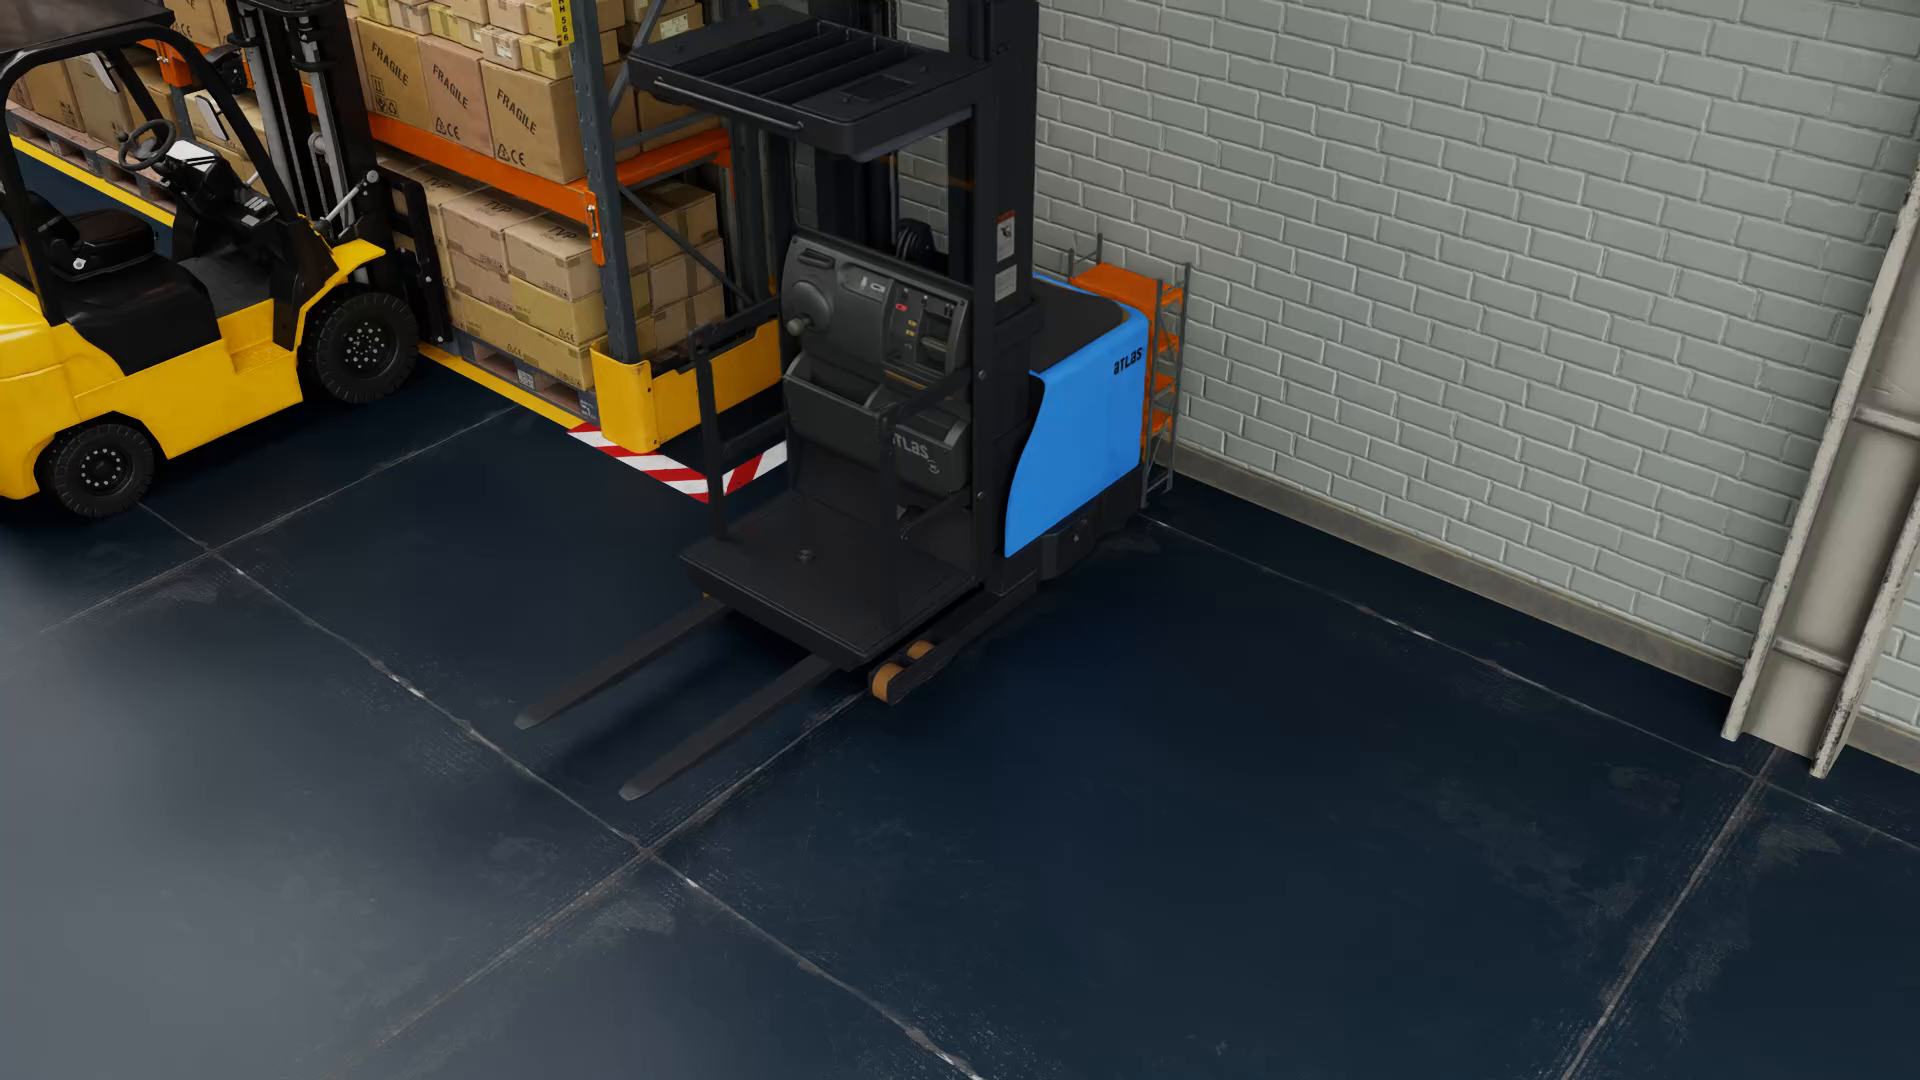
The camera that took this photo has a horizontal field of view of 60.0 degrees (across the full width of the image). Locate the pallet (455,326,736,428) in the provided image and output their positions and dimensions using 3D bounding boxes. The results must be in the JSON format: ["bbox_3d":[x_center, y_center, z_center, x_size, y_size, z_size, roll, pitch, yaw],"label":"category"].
[{"bbox_3d":[-1.994,-1.091,9.152,1.213,0.211,1.003,25,42,32],"label":"pallet"}]

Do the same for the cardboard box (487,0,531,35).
[{"bbox_3d":[-1.999,-2.527,7.855,0.250,0.149,0.380,25,42,32],"label":"cardboard box"}]

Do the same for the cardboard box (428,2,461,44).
[{"bbox_3d":[-2.384,-2.589,8.209,0.250,0.149,0.380,25,42,32],"label":"cardboard box"}]

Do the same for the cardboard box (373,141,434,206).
[{"bbox_3d":[-3.108,-2.012,9.205,0.500,0.250,0.500,24,41,31],"label":"cardboard box"}]

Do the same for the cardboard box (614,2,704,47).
[{"bbox_3d":[-1.474,-2.526,8.117,0.250,0.149,0.380,24,41,31],"label":"cardboard box"}]

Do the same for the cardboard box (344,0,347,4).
[{"bbox_3d":[-3.202,-2.940,8.720,0.250,0.149,0.380,24,41,31],"label":"cardboard box"}]

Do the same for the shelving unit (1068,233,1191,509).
[{"bbox_3d":[0.764,-0.787,7.836,0.503,1.200,0.258,26,42,32],"label":"shelving unit"}]

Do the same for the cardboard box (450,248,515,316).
[{"bbox_3d":[-2.332,-1.454,8.834,0.500,0.250,0.500,25,42,31],"label":"cardboard box"}]

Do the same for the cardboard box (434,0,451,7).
[{"bbox_3d":[-2.361,-2.732,8.155,0.250,0.149,0.380,26,42,32],"label":"cardboard box"}]

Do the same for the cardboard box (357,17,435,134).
[{"bbox_3d":[-2.713,-2.464,8.600,0.500,0.500,0.500,24,41,31],"label":"cardboard box"}]

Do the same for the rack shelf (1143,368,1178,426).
[{"bbox_3d":[0.764,-0.731,7.874,0.480,0.148,0.258,26,42,32],"label":"rack shelf"}]

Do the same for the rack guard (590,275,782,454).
[{"bbox_3d":[-1.361,-0.942,8.681,0.348,0.500,1.175,25,42,32],"label":"rack guard"}]

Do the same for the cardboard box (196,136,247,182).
[{"bbox_3d":[-4.280,-2.367,10.163,0.500,0.250,0.500,25,42,32],"label":"cardboard box"}]

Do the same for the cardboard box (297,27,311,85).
[{"bbox_3d":[-3.479,-2.833,9.137,0.500,0.500,0.500,25,42,31],"label":"cardboard box"}]

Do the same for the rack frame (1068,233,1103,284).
[{"bbox_3d":[0.578,-0.876,7.966,0.015,1.200,0.240,26,42,32],"label":"rack frame"}]

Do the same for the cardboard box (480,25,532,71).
[{"bbox_3d":[-2.041,-2.373,7.895,0.250,0.149,0.380,26,42,33],"label":"cardboard box"}]

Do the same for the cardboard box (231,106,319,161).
[{"bbox_3d":[-3.896,-2.381,9.742,0.500,0.250,0.500,25,42,32],"label":"cardboard box"}]

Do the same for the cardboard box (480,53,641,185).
[{"bbox_3d":[-1.926,-2.087,8.051,0.500,0.500,0.500,24,41,31],"label":"cardboard box"}]

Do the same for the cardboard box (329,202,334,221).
[{"bbox_3d":[-3.512,-1.998,9.626,0.500,0.250,0.500,25,42,31],"label":"cardboard box"}]

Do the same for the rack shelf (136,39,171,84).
[{"bbox_3d":[-5.991,-3.858,11.354,4.000,0.370,1.077,25,42,32],"label":"rack shelf"}]

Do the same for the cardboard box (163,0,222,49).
[{"bbox_3d":[-4.280,-3.197,9.668,0.500,0.500,0.500,24,41,31],"label":"cardboard box"}]

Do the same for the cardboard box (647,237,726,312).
[{"bbox_3d":[-1.608,-1.488,8.883,0.500,0.250,0.500,26,42,33],"label":"cardboard box"}]

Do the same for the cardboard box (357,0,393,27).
[{"bbox_3d":[-2.827,-2.748,8.440,0.250,0.149,0.380,26,42,32],"label":"cardboard box"}]

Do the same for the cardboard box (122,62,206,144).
[{"bbox_3d":[-4.862,-2.809,10.917,0.625,0.625,0.875,27,43,34],"label":"cardboard box"}]

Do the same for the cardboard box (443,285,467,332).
[{"bbox_3d":[-2.698,-1.423,9.231,0.500,0.250,0.500,26,42,32],"label":"cardboard box"}]

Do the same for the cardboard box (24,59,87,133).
[{"bbox_3d":[-6.032,-3.364,11.726,0.625,0.625,0.875,23,41,30],"label":"cardboard box"}]

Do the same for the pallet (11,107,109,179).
[{"bbox_3d":[-5.987,-2.973,11.892,1.213,0.211,1.003,25,42,32],"label":"pallet"}]

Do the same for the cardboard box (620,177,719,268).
[{"bbox_3d":[-1.628,-1.690,8.736,0.500,0.250,0.500,25,41,31],"label":"cardboard box"}]

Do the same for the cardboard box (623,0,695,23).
[{"bbox_3d":[-1.501,-2.627,8.002,0.250,0.149,0.380,24,41,31],"label":"cardboard box"}]

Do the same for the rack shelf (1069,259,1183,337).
[{"bbox_3d":[0.764,-1.111,7.613,0.480,0.148,0.258,26,42,32],"label":"rack shelf"}]

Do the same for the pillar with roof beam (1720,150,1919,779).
[{"bbox_3d":[0.519,-1.053,1.334,0.400,9.000,9.100,25,42,32],"label":"pillar with roof beam"}]

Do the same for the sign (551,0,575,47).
[{"bbox_3d":[-1.738,-2.325,7.254,0.005,0.325,0.100,25,42,32],"label":"sign"}]

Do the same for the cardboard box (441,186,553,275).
[{"bbox_3d":[-2.329,-1.647,8.673,0.500,0.250,0.500,26,42,33],"label":"cardboard box"}]

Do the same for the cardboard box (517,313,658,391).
[{"bbox_3d":[-1.943,-1.054,8.693,0.500,0.250,0.500,26,42,32],"label":"cardboard box"}]

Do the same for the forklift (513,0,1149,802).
[{"bbox_3d":[-0.480,-0.862,6.416,1.130,2.935,3.031,25,42,32],"label":"forklift"}]

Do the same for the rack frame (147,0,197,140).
[{"bbox_3d":[-4.454,-3.430,10.095,0.127,3.000,1.000,25,42,32],"label":"rack frame"}]
